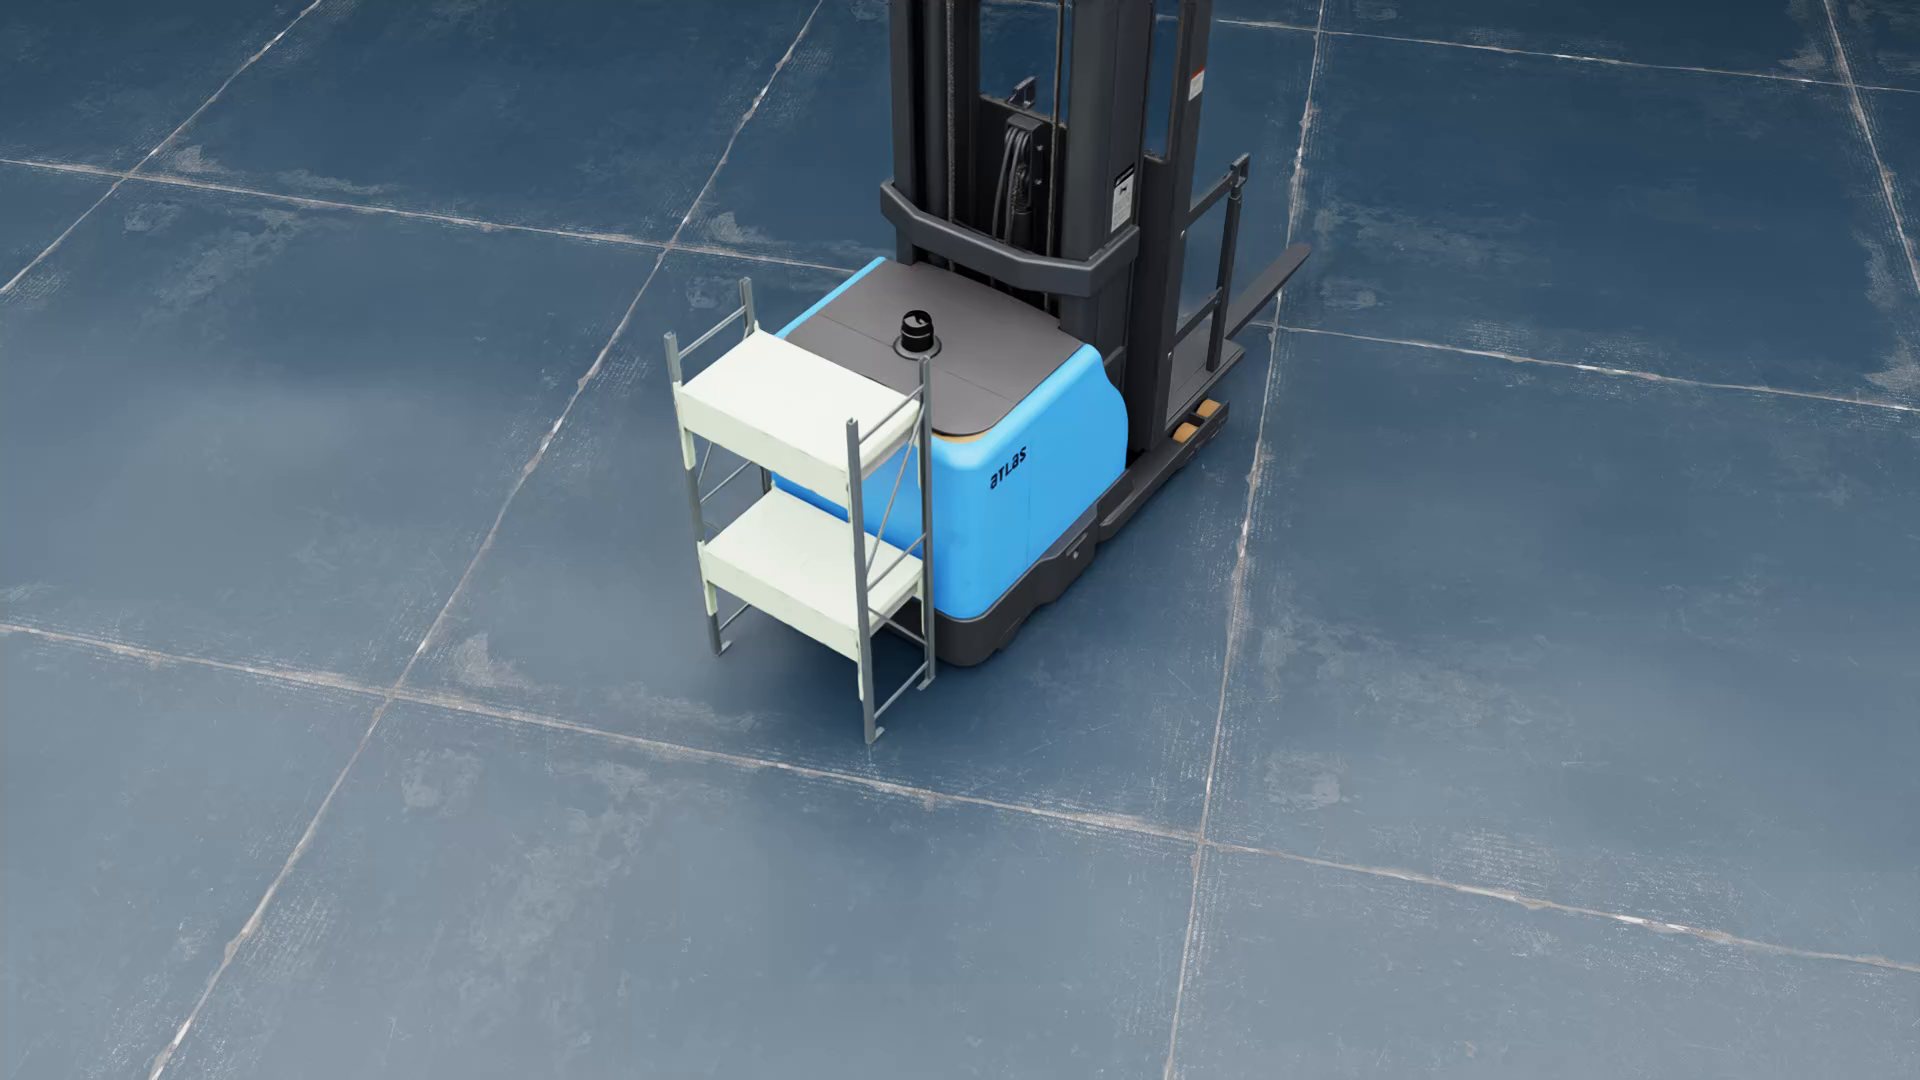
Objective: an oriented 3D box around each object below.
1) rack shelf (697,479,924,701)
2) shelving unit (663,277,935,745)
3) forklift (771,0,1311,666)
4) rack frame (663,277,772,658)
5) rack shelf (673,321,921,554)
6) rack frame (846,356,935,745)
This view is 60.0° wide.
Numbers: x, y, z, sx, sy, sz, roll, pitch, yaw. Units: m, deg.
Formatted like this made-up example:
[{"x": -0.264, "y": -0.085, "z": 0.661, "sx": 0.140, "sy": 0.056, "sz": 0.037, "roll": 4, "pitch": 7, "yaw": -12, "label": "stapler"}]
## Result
[{"x": -0.515, "y": 0.170, "z": 5.962, "sx": 0.720, "sy": 0.370, "sz": 0.431, "roll": 26, "pitch": 50, "yaw": 25, "label": "rack shelf"}, {"x": -0.515, "y": -0.065, "z": 5.736, "sx": 0.755, "sy": 1.500, "sz": 0.431, "roll": 26, "pitch": 50, "yaw": 25, "label": "shelving unit"}, {"x": 0.505, "y": -1.570, "z": 6.268, "sx": 1.130, "sy": 2.935, "sz": 3.031, "roll": 27, "pitch": 50, "yaw": 25, "label": "forklift"}, {"x": -0.814, "y": -0.212, "z": 5.889, "sx": 0.023, "sy": 1.500, "sz": 0.400, "roll": 26, "pitch": 50, "yaw": 25, "label": "rack frame"}, {"x": -0.515, "y": -0.346, "z": 5.465, "sx": 0.720, "sy": 0.370, "sz": 0.431, "roll": 26, "pitch": 50, "yaw": 25, "label": "rack shelf"}, {"x": -0.217, "y": 0.082, "z": 5.584, "sx": 0.023, "sy": 1.500, "sz": 0.400, "roll": 26, "pitch": 50, "yaw": 25, "label": "rack frame"}]
